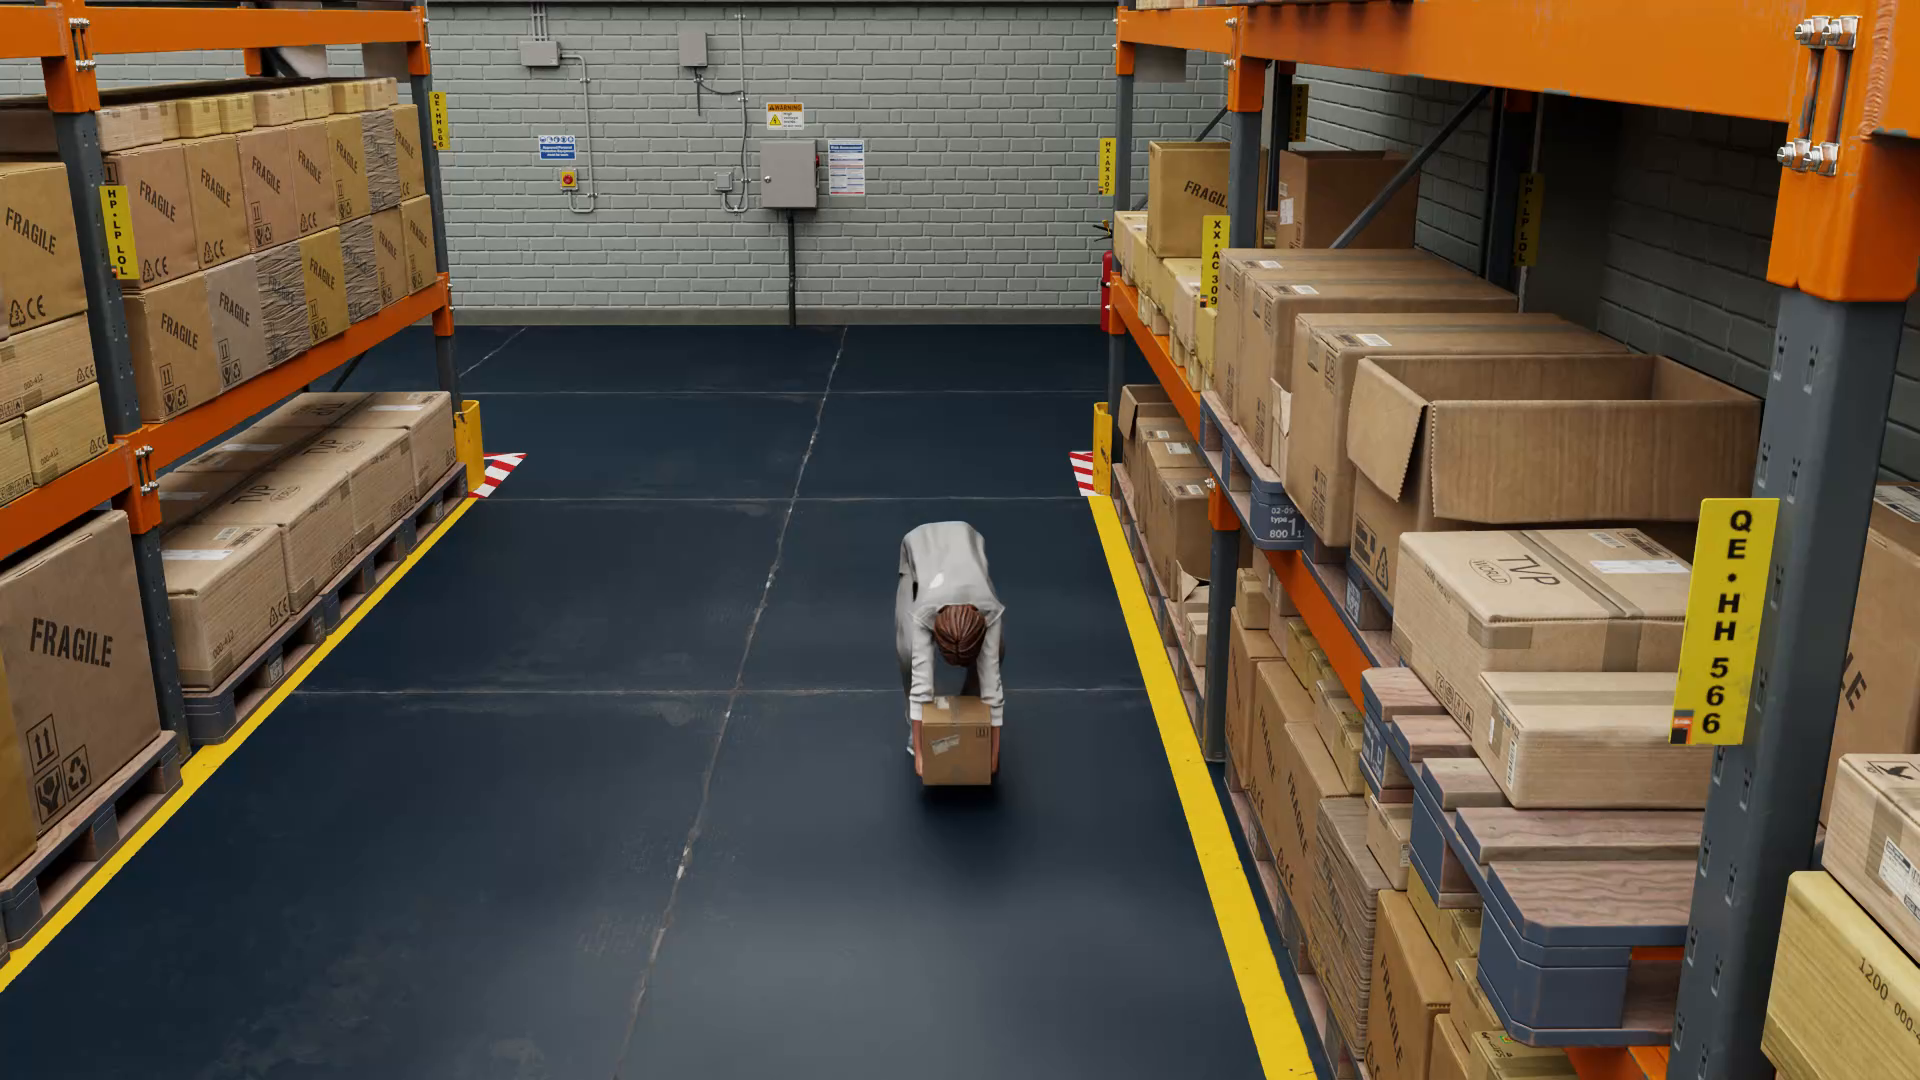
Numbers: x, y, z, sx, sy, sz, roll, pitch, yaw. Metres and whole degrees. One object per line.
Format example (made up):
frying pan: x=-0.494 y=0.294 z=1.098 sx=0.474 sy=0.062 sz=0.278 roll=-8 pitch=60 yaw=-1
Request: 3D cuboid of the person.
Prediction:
person: x=-0.029 y=0.432 z=6.334 sx=0.418 sy=0.911 sz=0.858 roll=-2 pitch=18 yaw=-6
